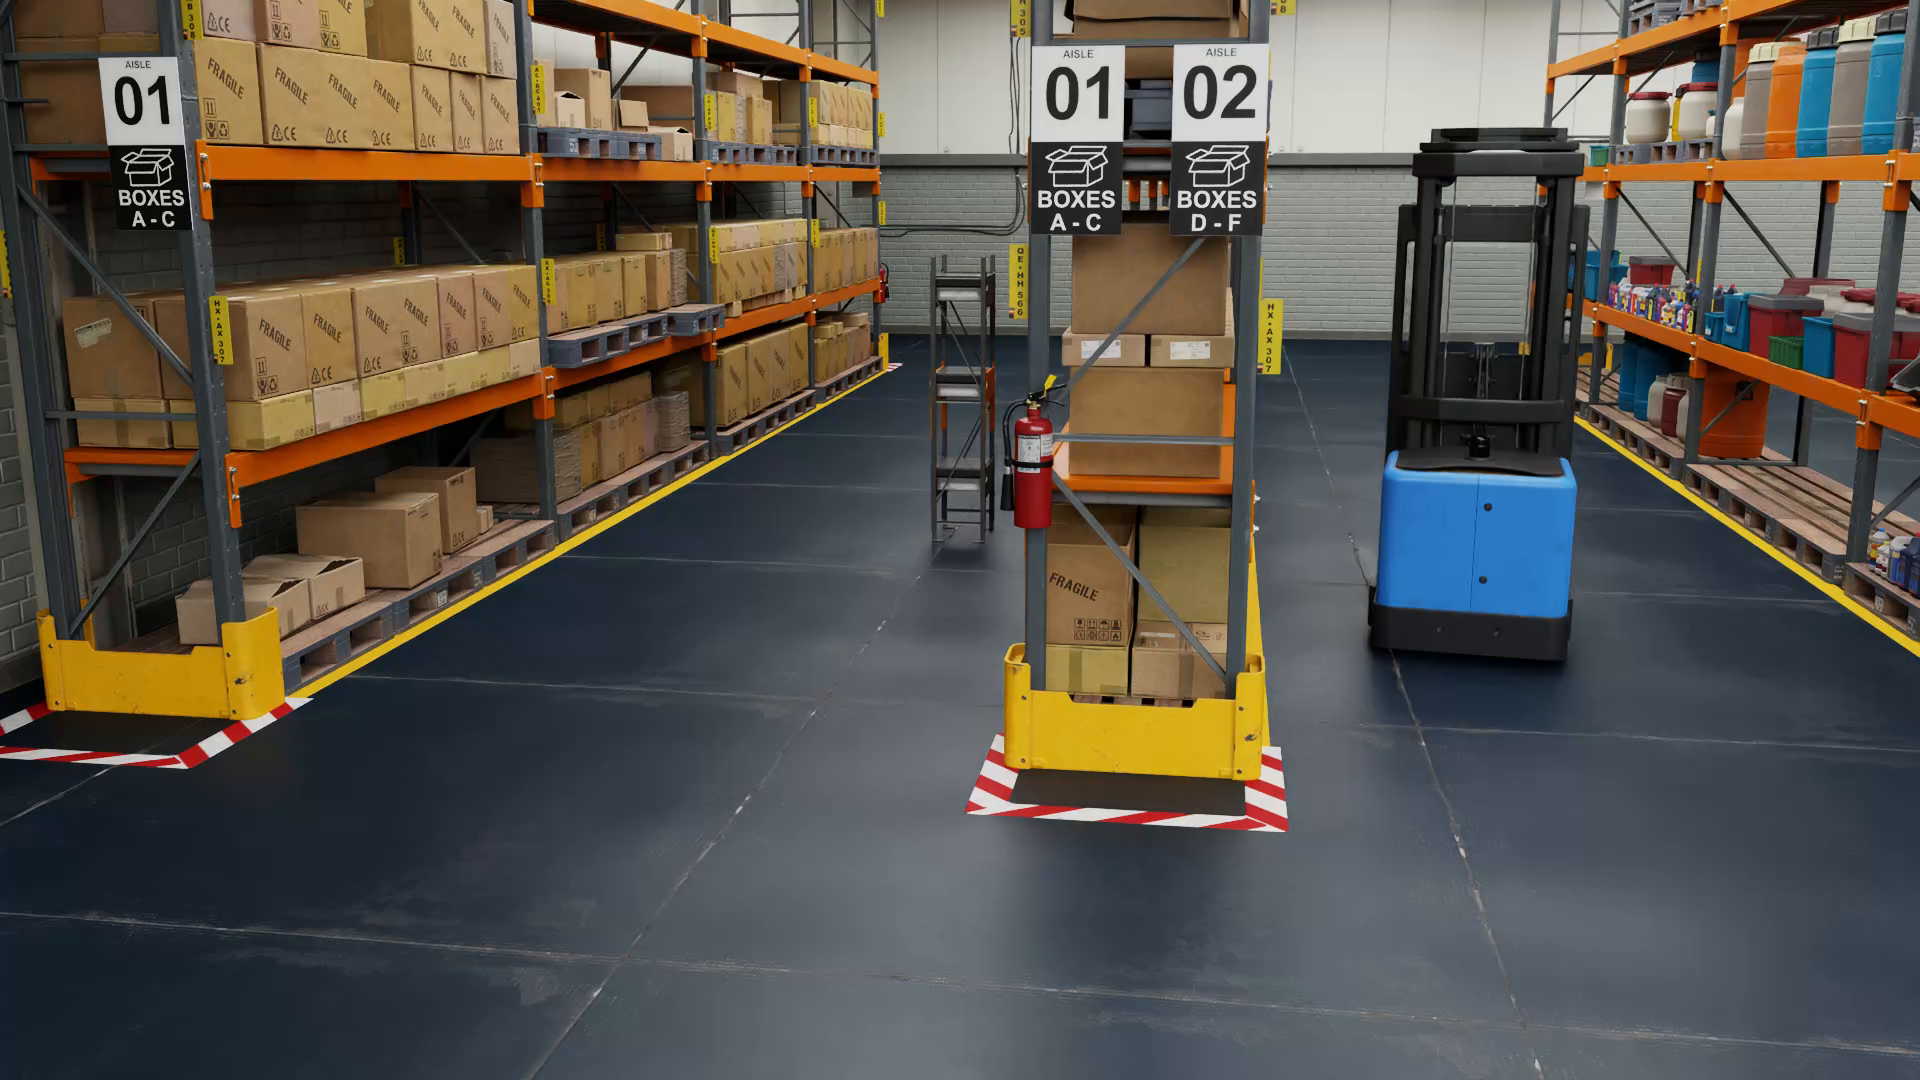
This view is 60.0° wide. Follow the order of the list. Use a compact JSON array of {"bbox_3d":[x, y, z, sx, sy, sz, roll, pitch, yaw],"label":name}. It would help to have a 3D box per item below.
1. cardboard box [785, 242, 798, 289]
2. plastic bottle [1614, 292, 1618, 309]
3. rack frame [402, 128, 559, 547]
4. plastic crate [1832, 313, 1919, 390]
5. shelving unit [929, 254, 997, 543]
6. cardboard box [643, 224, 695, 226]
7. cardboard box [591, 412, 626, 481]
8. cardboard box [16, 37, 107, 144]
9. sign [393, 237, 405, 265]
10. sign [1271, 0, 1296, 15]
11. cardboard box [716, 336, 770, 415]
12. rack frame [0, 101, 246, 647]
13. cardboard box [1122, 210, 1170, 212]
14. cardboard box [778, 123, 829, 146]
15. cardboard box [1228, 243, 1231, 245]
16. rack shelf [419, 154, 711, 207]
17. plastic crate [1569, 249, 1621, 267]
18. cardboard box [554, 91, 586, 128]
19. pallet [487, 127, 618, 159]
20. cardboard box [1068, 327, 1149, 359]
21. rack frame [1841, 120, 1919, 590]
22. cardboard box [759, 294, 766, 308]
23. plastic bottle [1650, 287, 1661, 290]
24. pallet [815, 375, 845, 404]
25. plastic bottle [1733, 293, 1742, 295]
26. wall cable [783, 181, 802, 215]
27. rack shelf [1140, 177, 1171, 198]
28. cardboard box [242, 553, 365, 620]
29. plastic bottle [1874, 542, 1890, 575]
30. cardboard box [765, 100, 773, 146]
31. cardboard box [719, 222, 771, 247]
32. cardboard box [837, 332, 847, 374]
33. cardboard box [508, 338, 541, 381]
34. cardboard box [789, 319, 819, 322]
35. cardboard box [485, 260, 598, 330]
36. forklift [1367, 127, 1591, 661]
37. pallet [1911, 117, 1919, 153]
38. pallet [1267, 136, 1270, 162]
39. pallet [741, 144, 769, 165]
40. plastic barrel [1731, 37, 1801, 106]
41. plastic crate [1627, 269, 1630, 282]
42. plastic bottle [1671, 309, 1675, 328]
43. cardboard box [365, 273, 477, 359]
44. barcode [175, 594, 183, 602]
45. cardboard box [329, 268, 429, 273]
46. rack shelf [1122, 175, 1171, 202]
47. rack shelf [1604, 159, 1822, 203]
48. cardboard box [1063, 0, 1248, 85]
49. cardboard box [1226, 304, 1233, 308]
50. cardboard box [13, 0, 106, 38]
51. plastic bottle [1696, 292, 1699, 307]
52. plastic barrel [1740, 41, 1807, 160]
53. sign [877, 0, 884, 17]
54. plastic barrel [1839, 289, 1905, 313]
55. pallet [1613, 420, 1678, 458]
[{"bbox_3d":[-2.138,-3.094,18.737,0.500,0.500,0.500,2,12,9],"label":"cardboard box"},{"bbox_3d":[7.044,-2.567,17.757,0.097,0.201,0.097,0,12,0],"label":"plastic bottle"},{"bbox_3d":[-3.478,-1.435,12.032,1.000,3.000,0.127,2,12,9],"label":"rack frame"},{"bbox_3d":[6.084,-1.256,11.049,0.402,0.464,0.583,2,12,9],"label":"plastic crate"},{"bbox_3d":[0.025,-1.061,12.432,0.431,2.100,0.503,2,12,9],"label":"shelving unit"},{"bbox_3d":[-2.966,-3.049,16.749,0.500,0.250,0.500,1,12,7],"label":"cardboard box"},{"bbox_3d":[-3.233,-0.796,13.955,0.700,0.500,0.500,2,12,9],"label":"cardboard box"},{"bbox_3d":[-4.279,-2.222,8.280,0.500,0.500,0.500,3,12,13],"label":"cardboard box"},{"bbox_3d":[-4.027,-2.018,11.990,0.100,0.325,0.005,2,12,9],"label":"sign"},{"bbox_3d":[1.350,-2.356,6.921,0.100,0.325,0.005,2,12,9],"label":"sign"},{"bbox_3d":[-2.479,-1.753,17.613,0.750,0.750,0.750,2,12,8],"label":"cardboard box"},{"bbox_3d":[-4.093,-0.602,8.168,1.000,3.000,0.127,2,12,9],"label":"rack frame"},{"bbox_3d":[1.356,-1.866,10.714,0.700,0.500,0.500,2,12,9],"label":"cardboard box"},{"bbox_3d":[-1.880,-4.883,20.032,0.500,0.250,0.500,2,12,8],"label":"cardboard box"},{"bbox_3d":[2.437,-2.825,17.247,0.700,0.500,0.500,-1,12,-6],"label":"cardboard box"},{"bbox_3d":[-3.170,-2.966,13.723,1.077,0.370,4.000,2,12,9],"label":"rack shelf"},{"bbox_3d":[8.290,-3.583,21.772,0.616,0.435,0.499,2,12,9],"label":"plastic crate"},{"bbox_3d":[-3.220,-3.302,12.792,0.500,0.311,0.500,2,12,10],"label":"cardboard box"},{"bbox_3d":[-3.277,-2.934,12.316,1.213,0.211,1.003,2,12,9],"label":"pallet"},{"bbox_3d":[0.712,-0.949,7.999,0.380,0.149,0.250,2,12,10],"label":"cardboard box"},{"bbox_3d":[6.312,-1.114,10.542,1.000,3.000,0.127,2,12,9],"label":"rack frame"},{"bbox_3d":[-2.310,-2.590,17.939,0.380,0.149,0.250,2,12,10],"label":"cardboard box"},{"bbox_3d":[7.102,-2.437,16.975,0.152,0.276,0.135,2,12,9],"label":"plastic bottle"},{"bbox_3d":[-2.053,-1.893,20.775,1.003,0.211,1.213,2,12,9],"label":"pallet"},{"bbox_3d":[7.526,-2.254,16.128,0.152,0.276,0.135,2,12,9],"label":"plastic bottle"},{"bbox_3d":[-2.370,-4.727,24.895,0.084,1.984,1.851,2,12,9],"label":"wall cable"},{"bbox_3d":[2.341,-3.639,16.846,1.077,0.370,4.000,2,12,9],"label":"rack shelf"},{"bbox_3d":[-3.810,0.237,9.610,0.500,0.311,0.500,3,13,13],"label":"cardboard box"},{"bbox_3d":[5.814,0.112,10.451,0.097,0.201,0.097,0,12,0],"label":"plastic bottle"},{"bbox_3d":[-2.491,-4.651,18.553,0.700,0.500,0.500,1,12,6],"label":"cardboard box"},{"bbox_3d":[-2.311,-3.247,17.669,0.500,0.250,0.500,2,12,7],"label":"cardboard box"},{"bbox_3d":[-1.869,-2.447,21.665,0.700,0.500,0.500,2,12,10],"label":"cardboard box"},{"bbox_3d":[-3.251,-1.263,11.542,0.500,0.250,0.500,2,12,9],"label":"cardboard box"},{"bbox_3d":[-2.052,-2.800,21.764,0.380,0.149,0.250,2,12,8],"label":"cardboard box"},{"bbox_3d":[-3.273,-1.920,13.000,0.700,0.500,0.500,3,13,14],"label":"cardboard box"},{"bbox_3d":[3.240,-1.034,10.332,1.130,2.935,3.031,4,13,16],"label":"forklift"},{"bbox_3d":[6.297,-2.335,9.534,1.213,0.211,1.003,2,12,9],"label":"pallet"},{"bbox_3d":[2.017,-3.338,14.189,1.213,0.211,1.003,2,12,11],"label":"pallet"},{"bbox_3d":[-2.647,-4.010,17.310,1.003,0.211,1.213,2,12,11],"label":"pallet"},{"bbox_3d":[7.017,-3.946,14.548,0.600,0.830,0.708,2,12,9],"label":"plastic barrel"},{"bbox_3d":[7.959,-3.063,19.723,0.437,0.282,0.530,2,12,9],"label":"plastic crate"},{"bbox_3d":[6.684,-2.080,15.495,0.097,0.201,0.097,0,12,0],"label":"plastic bottle"},{"bbox_3d":[-3.404,-1.421,10.495,0.500,0.500,0.500,2,12,7],"label":"cardboard box"},{"bbox_3d":[-4.290,0.335,9.136,0.001,0.075,0.075,2,12,9],"label":"barcode"},{"bbox_3d":[-3.839,-1.539,11.045,0.500,0.500,0.500,2,12,8],"label":"cardboard box"},{"bbox_3d":[1.725,-2.806,12.982,1.077,0.370,4.000,2,12,9],"label":"rack shelf"},{"bbox_3d":[7.234,-3.478,16.097,1.077,0.370,4.000,2,12,9],"label":"rack shelf"},{"bbox_3d":[0.895,-2.353,7.595,0.797,0.503,0.637,3,12,13],"label":"cardboard box"},{"bbox_3d":[1.353,-1.258,9.433,0.380,0.149,0.250,2,12,11],"label":"cardboard box"},{"bbox_3d":[-4.285,-2.714,8.190,0.500,0.500,0.500,2,12,11],"label":"cardboard box"},{"bbox_3d":[7.520,-2.415,16.885,0.097,0.271,0.097,0,12,0],"label":"plastic bottle"},{"bbox_3d":[6.586,-3.494,13.276,0.600,0.901,0.600,0,12,0],"label":"plastic barrel"},{"bbox_3d":[-1.098,-7.340,22.789,0.100,0.325,0.005,2,12,9],"label":"sign"},{"bbox_3d":[6.855,-1.615,12.546,0.433,0.535,0.433,0,12,0],"label":"plastic barrel"},{"bbox_3d":[7.197,-1.002,16.642,1.003,0.211,1.213,2,12,9],"label":"pallet"}]
